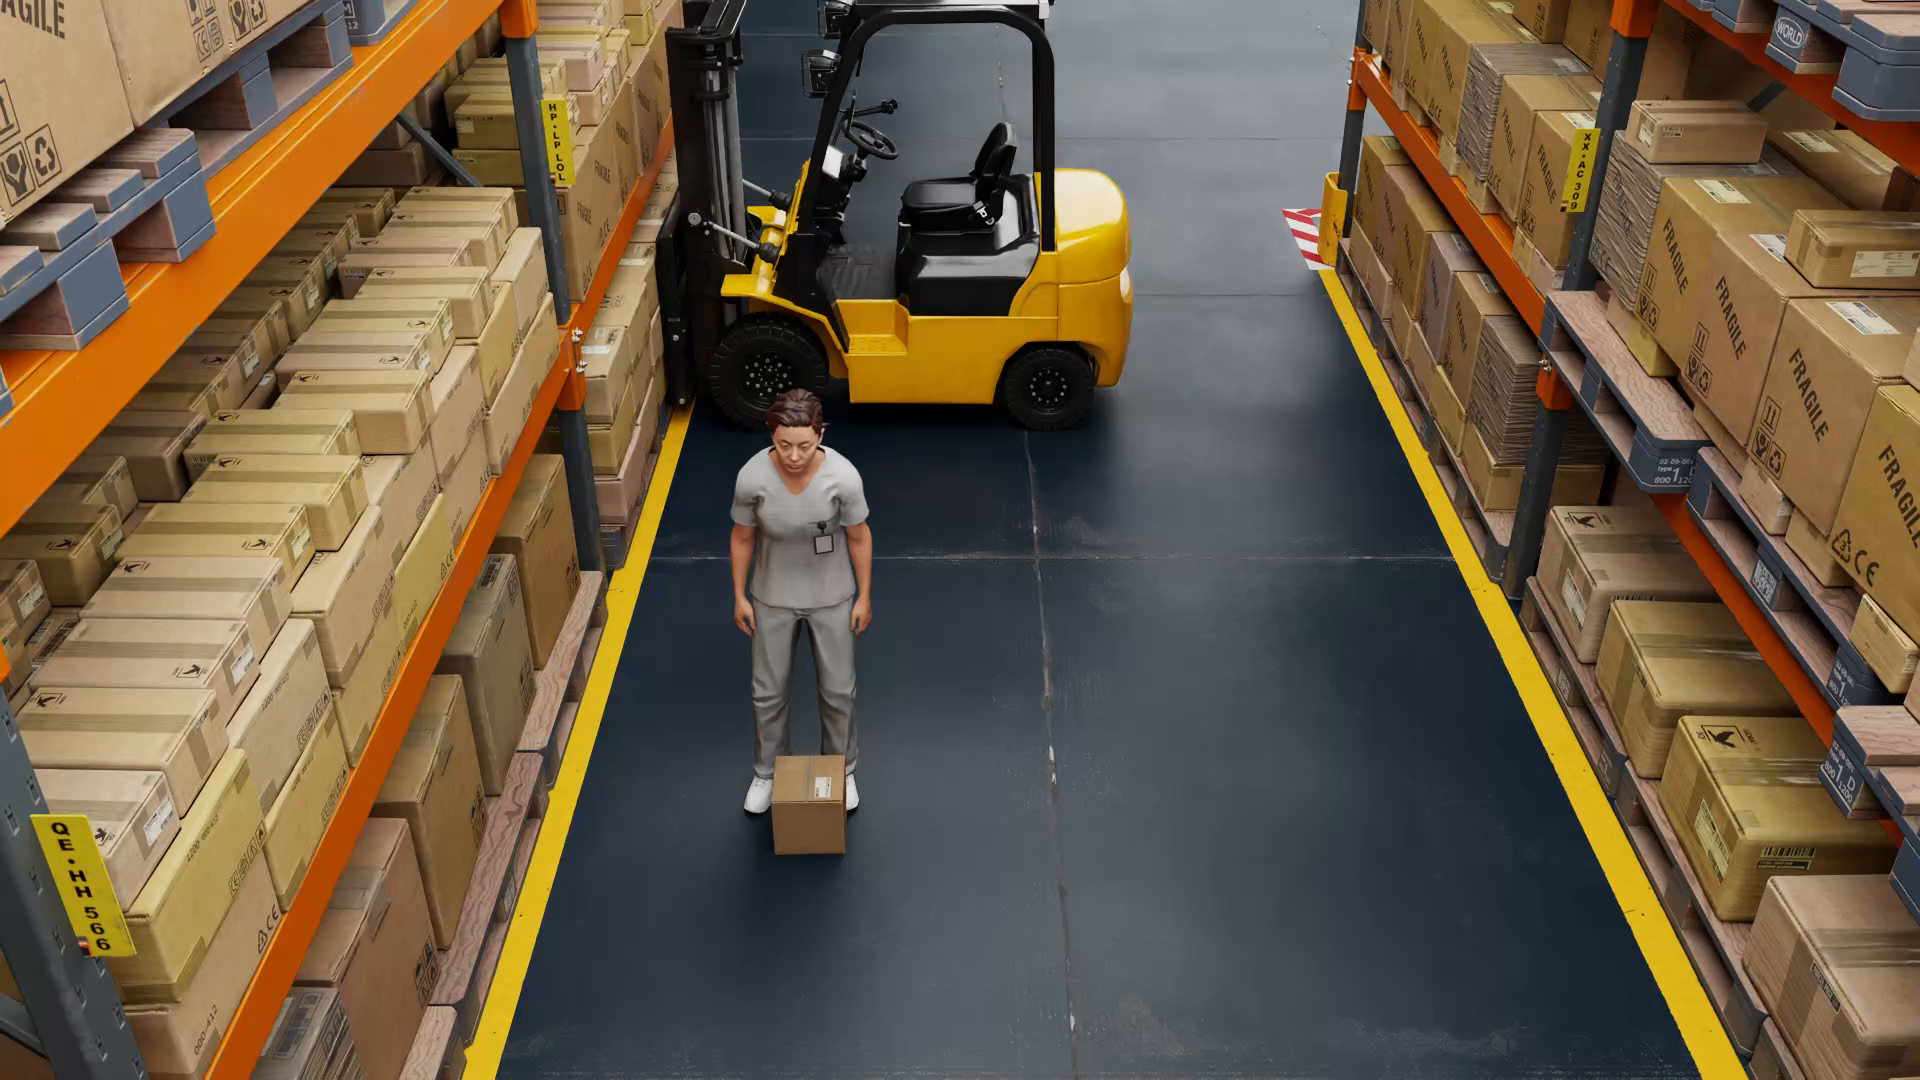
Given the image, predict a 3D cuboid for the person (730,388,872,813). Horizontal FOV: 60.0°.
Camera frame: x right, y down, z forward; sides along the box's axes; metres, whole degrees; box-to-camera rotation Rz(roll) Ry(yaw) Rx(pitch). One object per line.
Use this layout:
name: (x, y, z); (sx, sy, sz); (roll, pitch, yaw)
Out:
person: (-0.548, 0.212, 5.791); (0.493, 1.673, 0.353); (0, 32, -1)
